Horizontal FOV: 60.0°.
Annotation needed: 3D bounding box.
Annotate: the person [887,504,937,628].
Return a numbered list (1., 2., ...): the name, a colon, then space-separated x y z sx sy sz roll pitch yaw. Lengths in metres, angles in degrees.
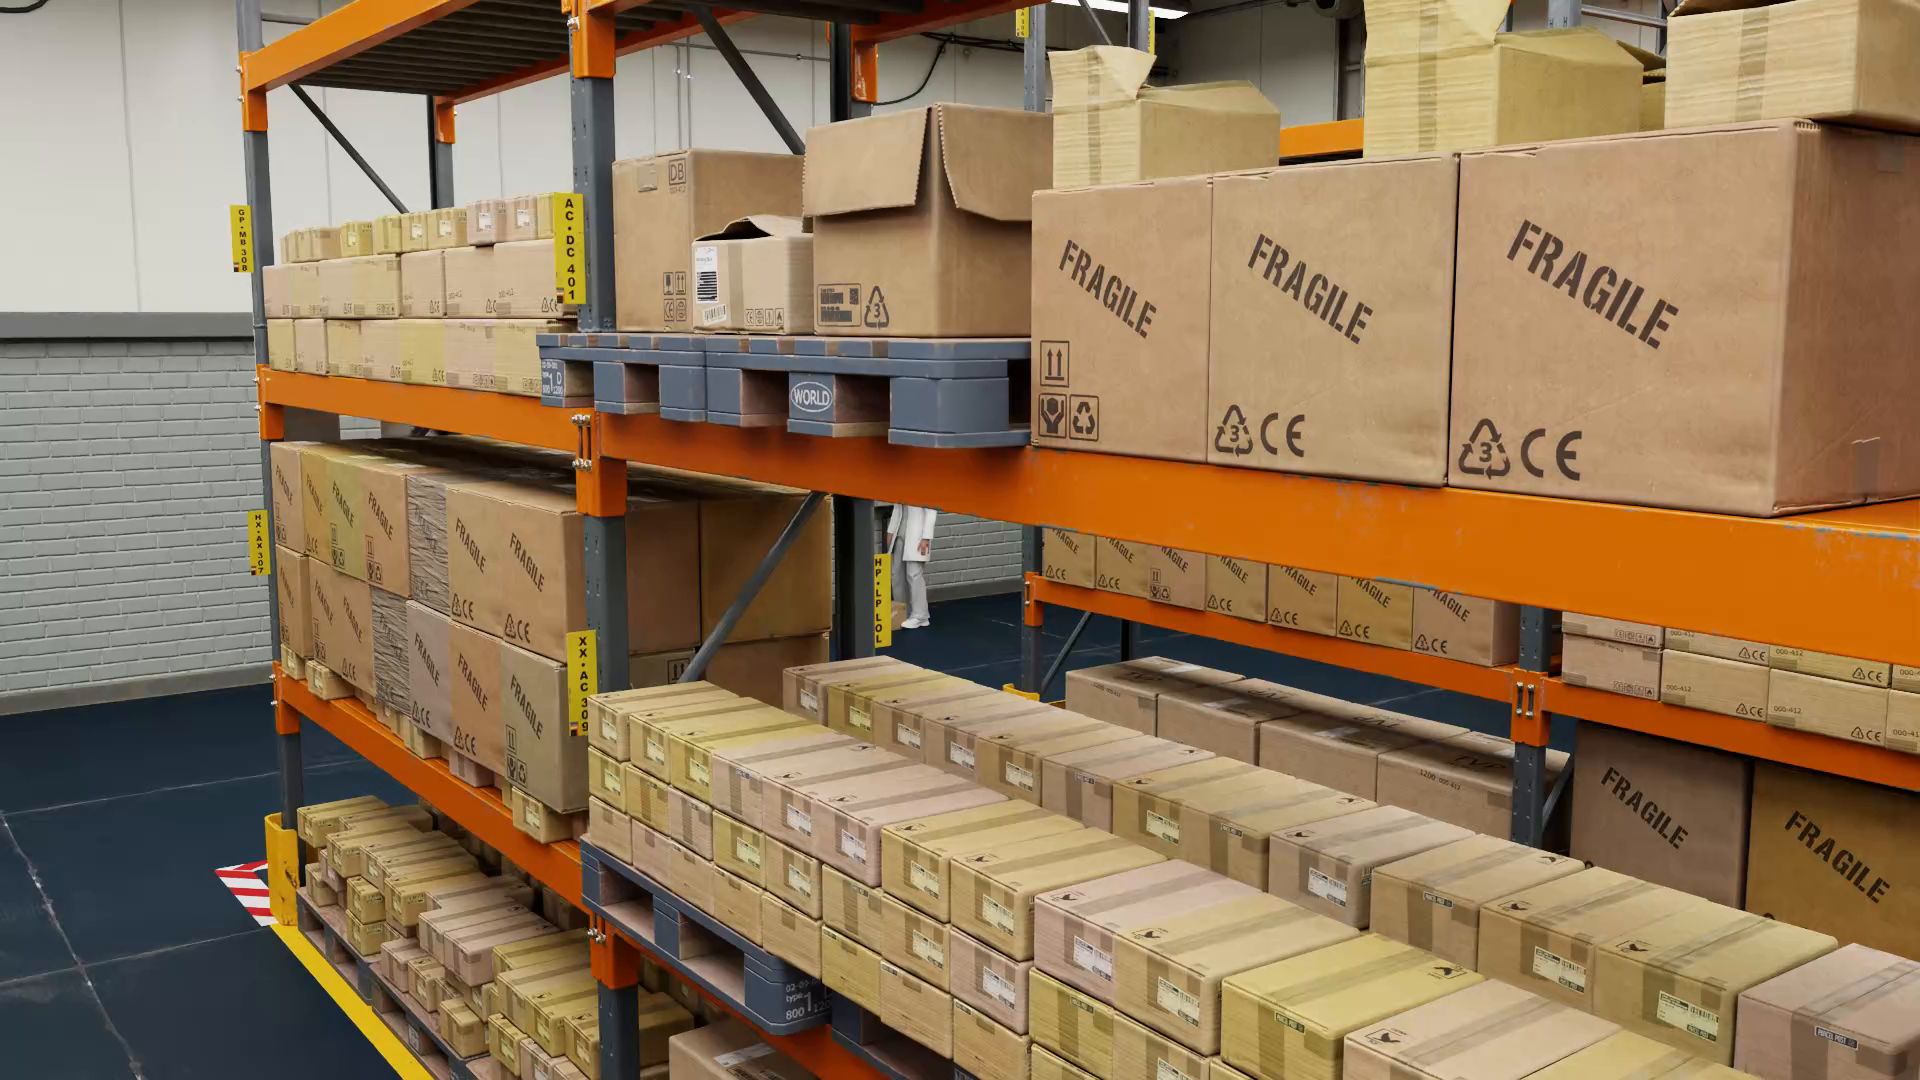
1. person: -0.494 -0.023 16.528 0.427 1.773 0.652 -6 10 -39
